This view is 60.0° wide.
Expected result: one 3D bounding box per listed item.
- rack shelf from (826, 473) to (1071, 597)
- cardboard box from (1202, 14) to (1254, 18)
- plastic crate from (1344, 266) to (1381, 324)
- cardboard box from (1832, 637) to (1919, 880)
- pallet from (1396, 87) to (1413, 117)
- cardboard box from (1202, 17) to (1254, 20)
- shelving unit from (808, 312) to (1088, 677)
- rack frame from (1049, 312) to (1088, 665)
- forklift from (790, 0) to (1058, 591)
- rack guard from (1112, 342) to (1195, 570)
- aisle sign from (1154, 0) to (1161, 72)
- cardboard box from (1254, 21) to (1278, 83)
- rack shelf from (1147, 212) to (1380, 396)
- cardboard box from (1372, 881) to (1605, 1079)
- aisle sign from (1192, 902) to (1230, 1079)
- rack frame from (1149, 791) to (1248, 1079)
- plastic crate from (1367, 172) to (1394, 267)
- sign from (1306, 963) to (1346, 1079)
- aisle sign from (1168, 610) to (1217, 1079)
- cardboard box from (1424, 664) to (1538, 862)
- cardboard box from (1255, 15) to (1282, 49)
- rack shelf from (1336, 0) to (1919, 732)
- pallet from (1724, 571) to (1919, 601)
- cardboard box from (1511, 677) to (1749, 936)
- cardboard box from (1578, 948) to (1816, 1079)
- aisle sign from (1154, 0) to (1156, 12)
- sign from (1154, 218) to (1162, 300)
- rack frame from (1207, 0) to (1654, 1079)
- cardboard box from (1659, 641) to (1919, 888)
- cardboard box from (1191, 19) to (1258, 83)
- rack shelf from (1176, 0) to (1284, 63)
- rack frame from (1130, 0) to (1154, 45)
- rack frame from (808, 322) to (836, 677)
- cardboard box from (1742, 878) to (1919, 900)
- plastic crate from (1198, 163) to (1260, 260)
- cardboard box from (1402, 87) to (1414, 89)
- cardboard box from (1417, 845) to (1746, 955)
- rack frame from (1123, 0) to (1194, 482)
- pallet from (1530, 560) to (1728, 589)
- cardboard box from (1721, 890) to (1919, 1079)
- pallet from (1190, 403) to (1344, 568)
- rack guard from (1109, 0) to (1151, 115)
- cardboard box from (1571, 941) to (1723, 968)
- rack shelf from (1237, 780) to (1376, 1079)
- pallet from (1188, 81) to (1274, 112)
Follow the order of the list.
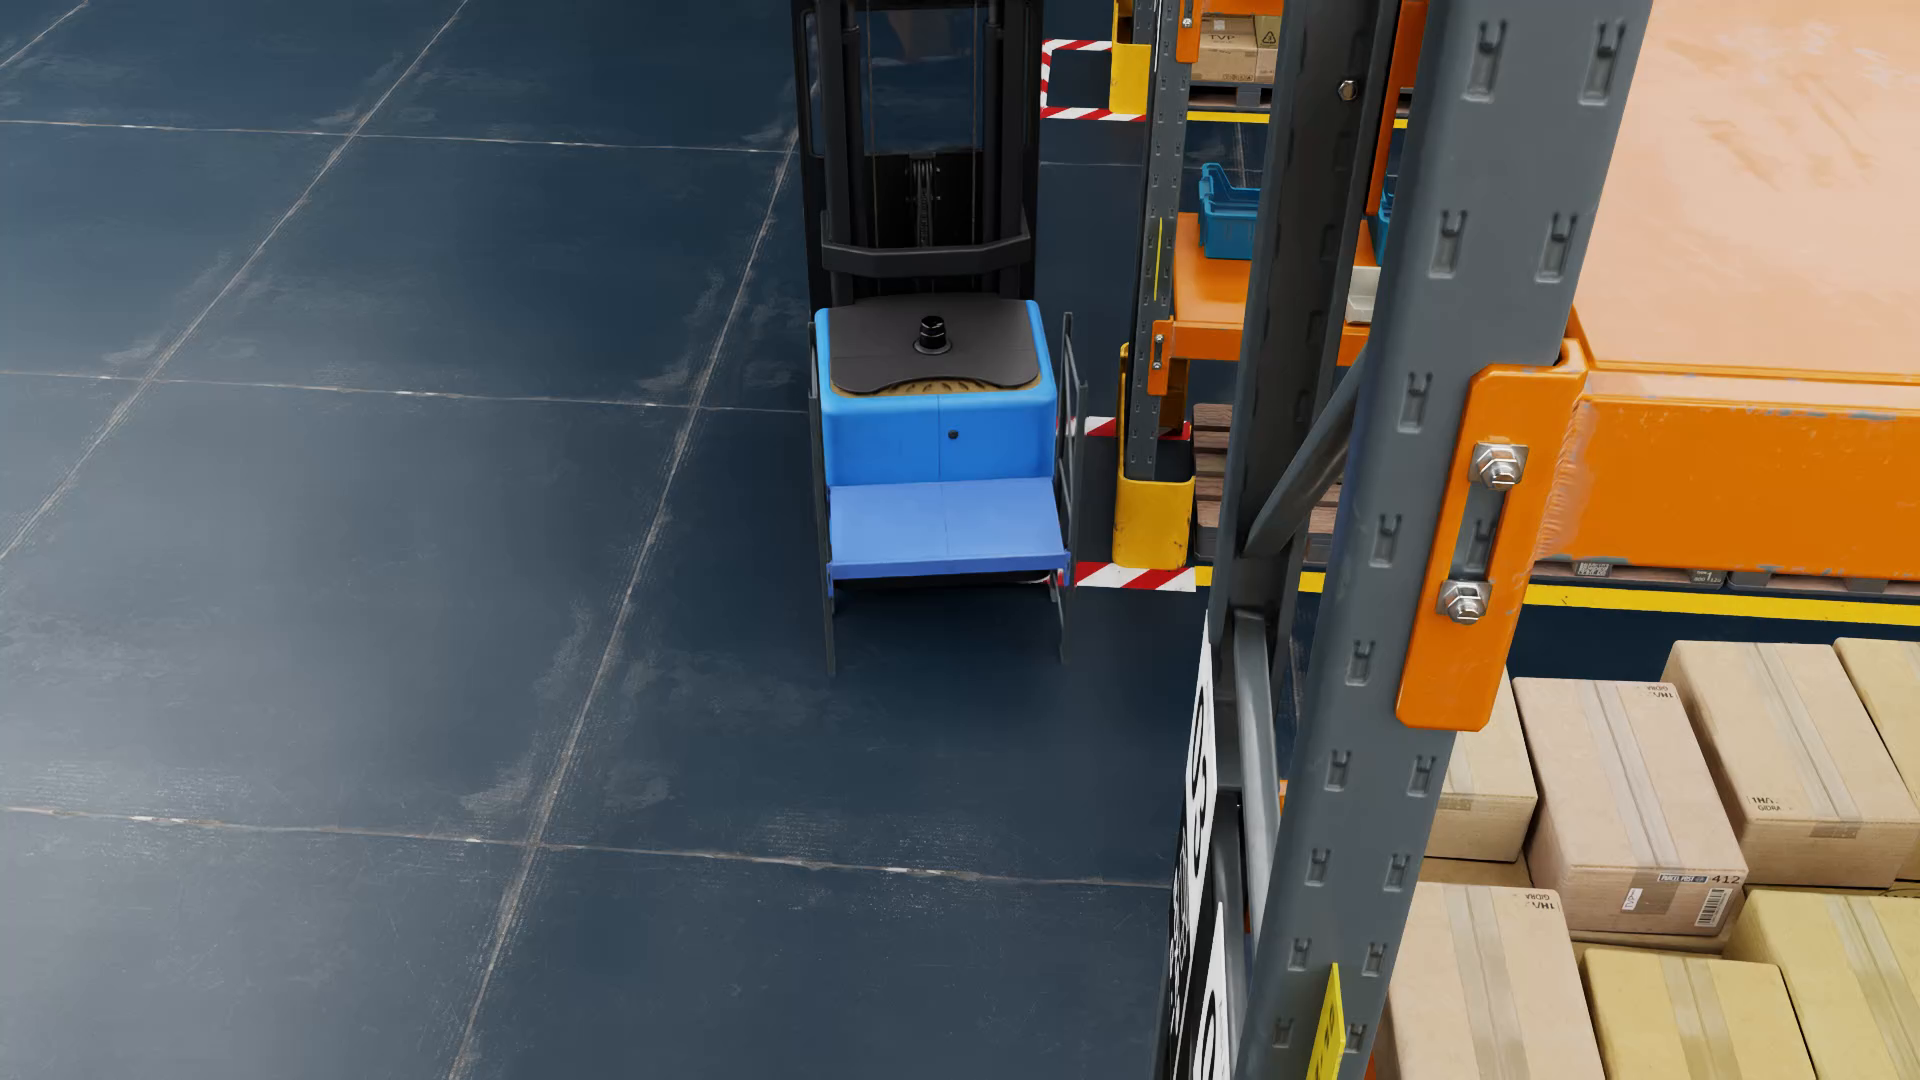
[{"bbox_3d":[-0.063,-0.025,7.029,1.000,0.185,0.538,-3,42,-3],"label":"rack shelf"},{"bbox_3d":[1.843,-4.031,11.749,0.500,0.500,0.500,3,39,4],"label":"cardboard box"},{"bbox_3d":[1.715,-1.018,7.004,0.250,0.136,0.298,3,39,4],"label":"plastic crate"},{"bbox_3d":[1.511,0.336,2.559,0.250,0.149,0.380,3,39,4],"label":"cardboard box"},{"bbox_3d":[3.260,-3.321,11.834,1.213,0.211,1.003,3,39,4],"label":"pallet"},{"bbox_3d":[1.842,-3.739,11.984,0.500,0.250,0.500,3,39,4],"label":"cardboard box"},{"bbox_3d":[-0.062,-0.159,6.909,1.048,1.500,0.538,-3,42,-3],"label":"shelving unit"},{"bbox_3d":[0.445,-0.183,6.938,0.032,1.500,0.500,-3,42,-3],"label":"rack frame"},{"bbox_3d":[-0.204,-1.825,7.841,1.130,2.935,3.031,-3,39,-4],"label":"forklift"},{"bbox_3d":[0.931,-0.427,8.049,0.348,0.500,1.175,3,39,4],"label":"rack guard"},{"bbox_3d":[0.755,-2.199,6.187,0.004,0.787,0.394,3,39,4],"label":"aisle sign"},{"bbox_3d":[2.296,-3.389,11.553,0.500,0.250,0.500,3,39,4],"label":"cardboard box"},{"bbox_3d":[2.844,-0.983,7.322,4.000,0.370,1.077,3,39,4],"label":"rack shelf"},{"bbox_3d":[0.679,0.645,2.179,0.250,0.149,0.380,3,39,4],"label":"cardboard box"},{"bbox_3d":[0.337,0.921,2.353,0.004,0.787,0.394,3,39,4],"label":"aisle sign"},{"bbox_3d":[0.424,1.744,3.402,0.127,3.000,1.000,3,39,4],"label":"rack frame"},{"bbox_3d":[2.023,-1.435,7.426,0.408,0.251,0.499,3,39,4],"label":"plastic crate"},{"bbox_3d":[0.378,0.583,1.760,0.005,0.325,0.100,3,39,4],"label":"sign"},{"bbox_3d":[0.388,0.544,2.817,0.004,0.787,0.394,3,39,4],"label":"aisle sign"},{"bbox_3d":[0.728,0.303,2.599,0.250,0.149,0.380,3,39,4],"label":"cardboard box"},{"bbox_3d":[2.296,-3.678,11.315,0.500,0.500,0.500,3,39,4],"label":"cardboard box"},{"bbox_3d":[2.417,-0.194,1.602,4.000,0.370,1.077,3,39,4],"label":"rack shelf"},{"bbox_3d":[4.171,-0.135,7.919,1.213,0.211,1.003,3,39,4],"label":"pallet"},{"bbox_3d":[0.977,0.391,2.491,0.250,0.149,0.380,2,39,2],"label":"cardboard box"},{"bbox_3d":[0.929,0.720,2.087,0.250,0.149,0.380,4,39,5],"label":"cardboard box"},{"bbox_3d":[0.805,-2.570,6.642,0.004,0.787,0.394,3,39,4],"label":"aisle sign"},{"bbox_3d":[0.800,-1.133,6.717,0.005,0.325,0.100,3,39,4],"label":"sign"},{"bbox_3d":[0.424,-0.583,1.508,0.127,3.000,1.000,3,39,4],"label":"rack frame"},{"bbox_3d":[1.259,0.337,2.557,0.250,0.149,0.380,2,39,2],"label":"cardboard box"},{"bbox_3d":[1.798,-3.413,11.584,0.500,0.250,0.500,3,39,4],"label":"cardboard box"},{"bbox_3d":[2.844,-2.146,6.375,4.000,0.370,1.077,3,39,4],"label":"rack shelf"},{"bbox_3d":[1.283,-4.486,11.056,0.127,3.000,1.000,3,39,4],"label":"rack frame"},{"bbox_3d":[-0.569,-0.136,6.880,0.032,1.500,0.500,-3,42,-3],"label":"rack frame"},{"bbox_3d":[1.424,0.531,2.635,0.500,0.250,0.500,3,39,4],"label":"cardboard box"},{"bbox_3d":[1.376,-1.474,7.473,0.616,0.251,0.499,3,39,4],"label":"plastic crate"},{"bbox_3d":[3.292,-3.331,11.482,0.500,0.250,0.500,3,39,4],"label":"cardboard box"},{"bbox_3d":[0.926,0.505,2.666,0.500,0.250,0.500,4,39,5],"label":"cardboard box"},{"bbox_3d":[0.852,-1.371,7.229,0.127,3.000,1.000,3,39,4],"label":"rack frame"},{"bbox_3d":[2.952,-0.199,7.998,1.213,0.211,1.003,3,39,4],"label":"pallet"},{"bbox_3d":[1.191,0.656,2.166,0.250,0.149,0.380,2,39,3],"label":"cardboard box"},{"bbox_3d":[1.740,-0.267,8.082,1.213,0.211,1.003,3,39,4],"label":"pallet"},{"bbox_3d":[1.259,-3.518,11.847,0.348,0.500,1.175,3,39,4],"label":"rack guard"},{"bbox_3d":[0.882,0.828,2.270,0.500,0.250,0.500,4,39,5],"label":"cardboard box"},{"bbox_3d":[2.417,0.969,2.548,4.000,0.370,1.077,3,39,4],"label":"rack shelf"},{"bbox_3d":[2.048,-3.389,11.917,1.213,0.211,1.003,3,39,4],"label":"pallet"}]
